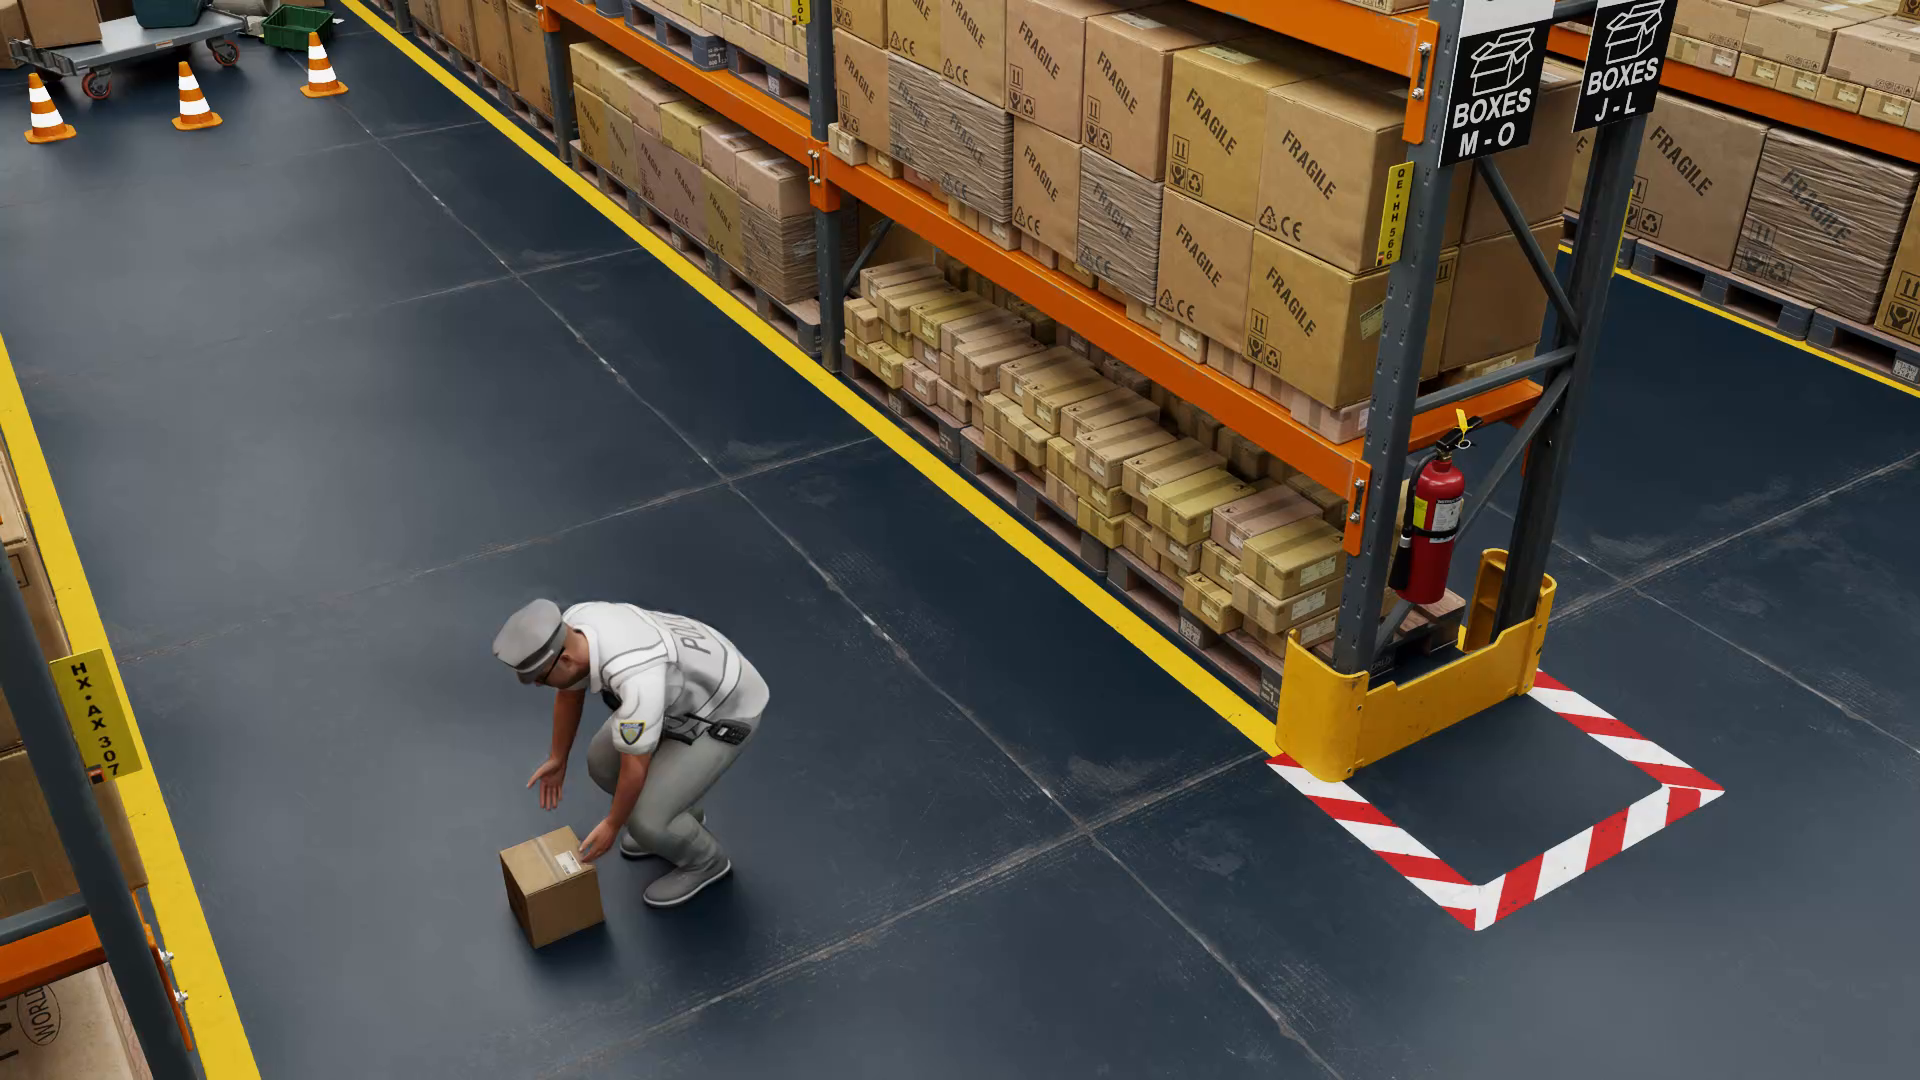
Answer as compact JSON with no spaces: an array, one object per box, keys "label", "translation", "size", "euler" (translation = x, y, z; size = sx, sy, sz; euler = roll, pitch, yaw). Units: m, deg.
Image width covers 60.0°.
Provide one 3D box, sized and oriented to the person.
[{"label":"person","translation":[-1.055,0.662,5.551],"size":[0.879,1.262,0.583],"euler":[-19,37,-27]}]
